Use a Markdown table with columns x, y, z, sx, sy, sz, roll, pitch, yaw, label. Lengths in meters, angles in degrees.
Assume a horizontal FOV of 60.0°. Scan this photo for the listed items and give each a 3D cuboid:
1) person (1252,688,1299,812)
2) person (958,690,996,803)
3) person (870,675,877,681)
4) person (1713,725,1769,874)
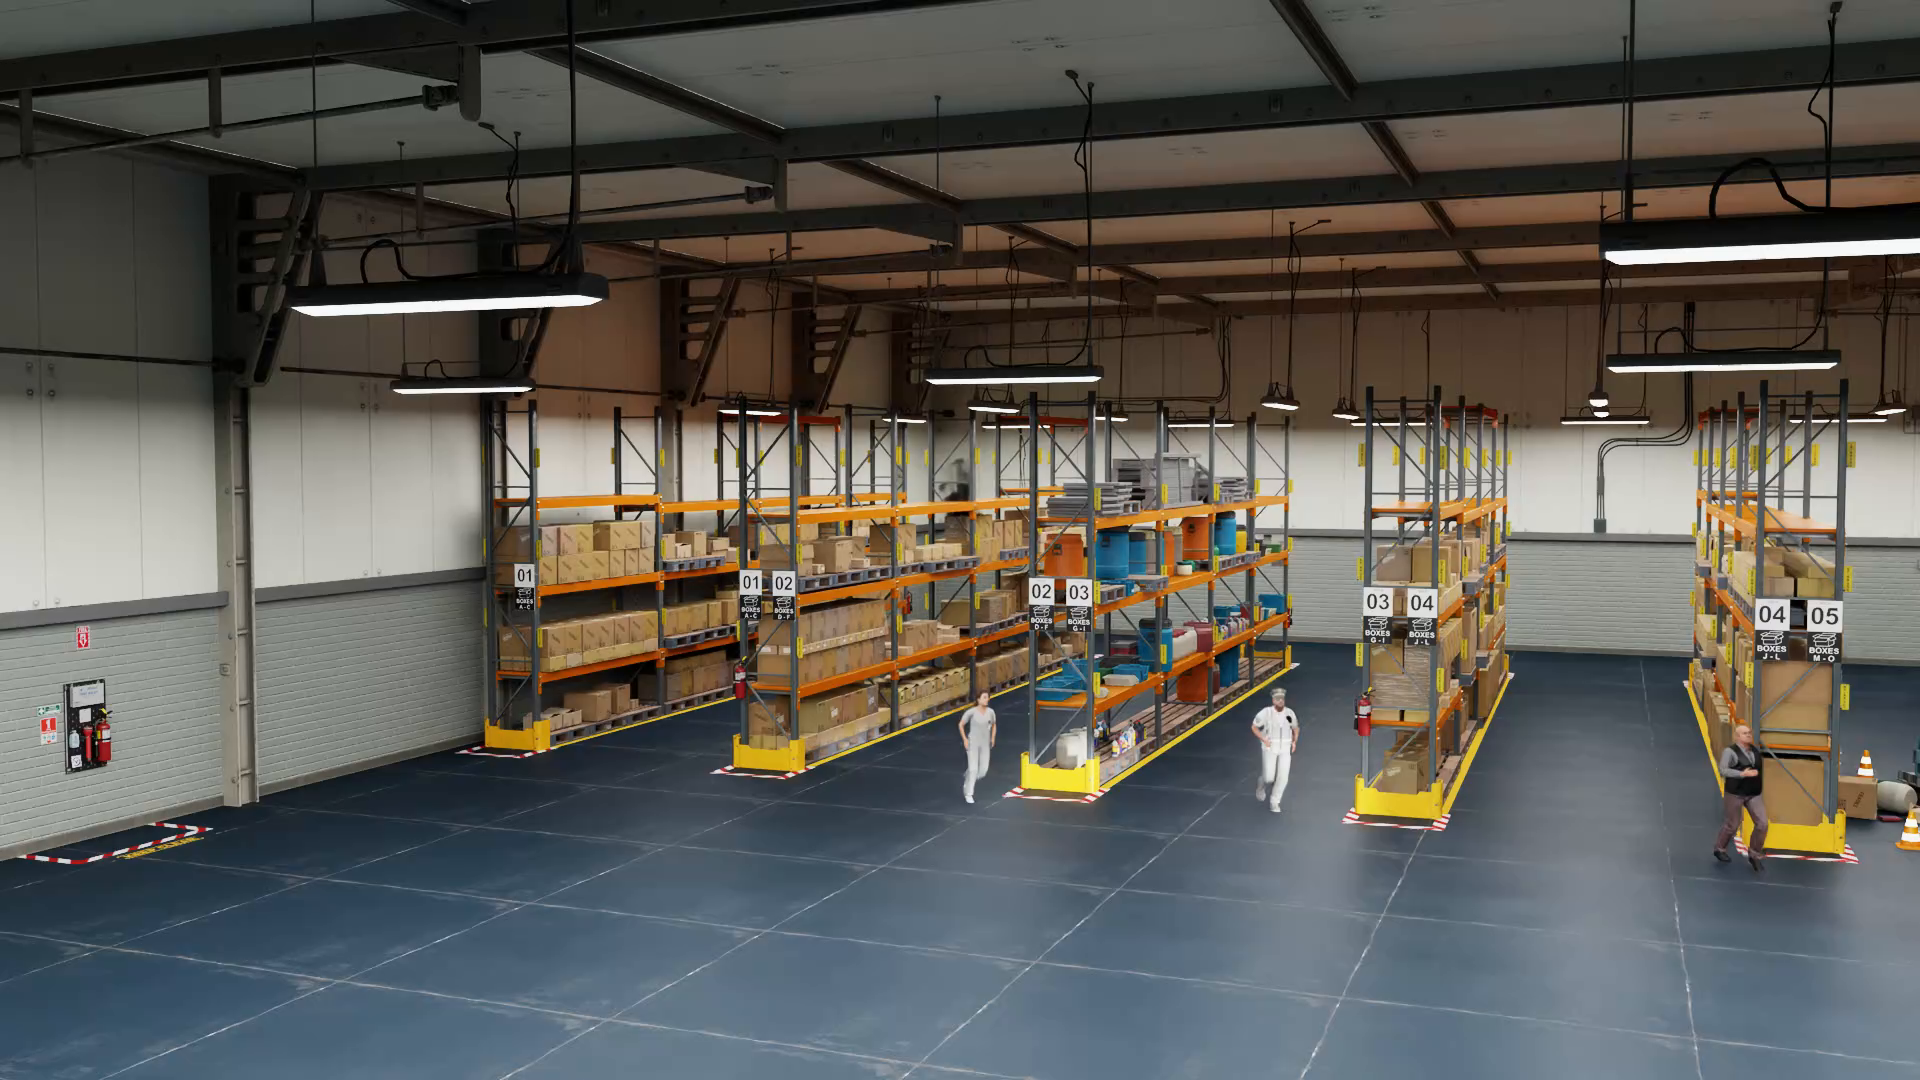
| x | y | z | sx | sy | sz | roll | pitch | yaw | label |
| --- | --- | --- | --- | --- | --- | --- | --- | --- | --- |
| 4.510 | 2.970 | 23.699 | 0.691 | 1.748 | 0.616 | 0 | 3 | -6 | person |
| 0.260 | 3.005 | 24.431 | 0.595 | 1.623 | 0.562 | -1 | 3 | -20 | person |
| -1.926 | 2.130 | 33.916 | 0.695 | 1.820 | 0.974 | 1 | 3 | 13 | person |
| 9.519 | 3.153 | 20.240 | 0.640 | 1.804 | 0.720 | 0 | 3 | -9 | person |
